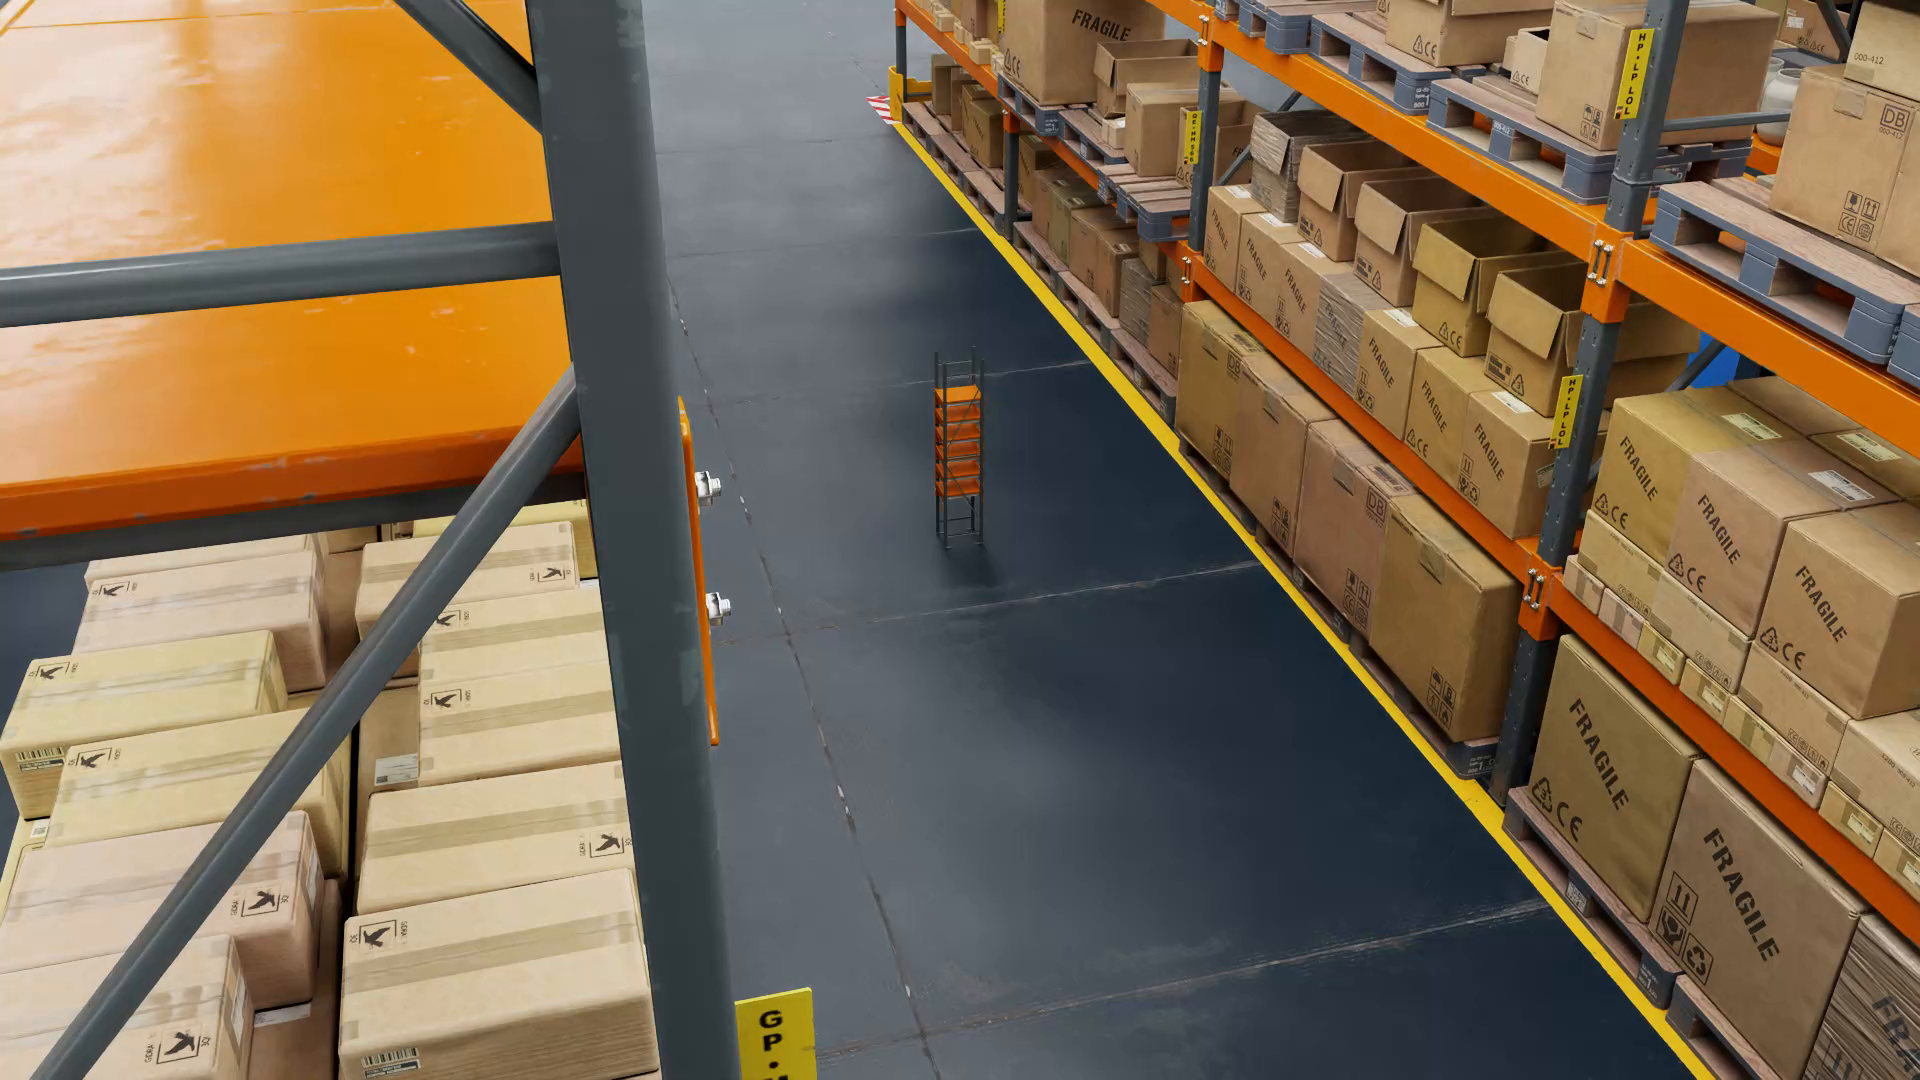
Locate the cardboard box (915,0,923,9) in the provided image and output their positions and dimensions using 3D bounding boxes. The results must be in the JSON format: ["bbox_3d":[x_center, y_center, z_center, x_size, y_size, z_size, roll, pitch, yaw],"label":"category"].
[{"bbox_3d":[-0.234,-5.404,16.574,0.380,0.149,0.250,-8,31,-13],"label":"cardboard box"}]

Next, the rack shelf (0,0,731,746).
[{"bbox_3d":[-1.273,-0.839,3.170,1.077,0.370,4.000,-8,31,-13],"label":"rack shelf"}]

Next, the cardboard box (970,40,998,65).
[{"bbox_3d":[0.302,-4.309,14.682,0.380,0.149,0.250,-8,31,-13],"label":"cardboard box"}]

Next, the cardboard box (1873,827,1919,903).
[{"bbox_3d":[3.249,1.042,5.438,0.380,0.149,0.250,-7,31,-12],"label":"cardboard box"}]

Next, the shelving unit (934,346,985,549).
[{"bbox_3d":[-0.004,-0.526,9.693,0.258,1.200,0.189,-8,31,-13],"label":"shelving unit"}]

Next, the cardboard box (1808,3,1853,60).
[{"bbox_3d":[9.696,-5.546,18.146,0.500,0.500,0.500,-8,31,-13],"label":"cardboard box"}]

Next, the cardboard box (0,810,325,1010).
[{"bbox_3d":[-1.105,0.537,2.317,0.380,0.149,0.250,-7,31,-13],"label":"cardboard box"}]

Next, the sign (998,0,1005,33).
[{"bbox_3d":[0.361,-4.295,13.543,0.100,0.325,0.005,-8,31,-13],"label":"sign"}]

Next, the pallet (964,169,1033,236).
[{"bbox_3d":[0.669,-3.109,15.142,1.003,0.211,1.213,-8,31,-13],"label":"pallet"}]

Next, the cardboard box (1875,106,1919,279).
[{"bbox_3d":[3.409,-1.069,5.220,0.700,0.500,0.500,-6,31,-11],"label":"cardboard box"}]

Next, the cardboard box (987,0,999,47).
[{"bbox_3d":[0.723,-4.640,14.606,0.875,0.500,0.500,-8,31,-13],"label":"cardboard box"}]

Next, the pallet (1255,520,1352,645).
[{"bbox_3d":[2.400,0.122,9.560,1.003,0.211,1.213,-8,31,-13],"label":"pallet"}]

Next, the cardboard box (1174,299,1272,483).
[{"bbox_3d":[2.107,-0.990,10.400,1.225,0.875,0.875,-9,31,-16],"label":"cardboard box"}]

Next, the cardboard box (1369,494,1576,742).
[{"bbox_3d":[2.816,0.299,8.172,1.225,0.875,0.875,-8,31,-13],"label":"cardboard box"}]

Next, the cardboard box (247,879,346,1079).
[{"bbox_3d":[-1.110,0.772,2.309,0.500,0.250,0.500,-9,31,-15],"label":"cardboard box"}]

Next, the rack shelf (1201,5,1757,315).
[{"bbox_3d":[2.474,-2.085,8.313,1.077,0.370,4.000,-8,31,-13],"label":"rack shelf"}]

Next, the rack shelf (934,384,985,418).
[{"bbox_3d":[-0.004,-0.799,9.535,0.258,0.103,0.180,-8,31,-13],"label":"rack shelf"}]

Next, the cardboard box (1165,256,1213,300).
[{"bbox_3d":[1.737,-1.817,11.433,0.500,0.250,0.500,-7,31,-11],"label":"cardboard box"}]

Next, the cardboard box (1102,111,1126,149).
[{"bbox_3d":[1.241,-2.957,11.811,0.396,0.266,0.258,-9,31,-15],"label":"cardboard box"}]

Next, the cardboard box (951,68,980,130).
[{"bbox_3d":[0.161,-4.440,16.734,0.500,0.500,0.500,0,30,0],"label":"cardboard box"}]

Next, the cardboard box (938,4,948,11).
[{"bbox_3d":[0.004,-5.047,15.957,0.380,0.149,0.250,-8,31,-13],"label":"cardboard box"}]

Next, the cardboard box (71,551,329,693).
[{"bbox_3d":[-1.337,0.167,2.957,0.380,0.149,0.250,-9,31,-14],"label":"cardboard box"}]

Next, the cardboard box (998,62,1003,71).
[{"bbox_3d":[0.541,-3.952,14.066,0.380,0.149,0.250,-8,31,-13],"label":"cardboard box"}]

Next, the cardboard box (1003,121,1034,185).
[{"bbox_3d":[0.655,-3.570,15.231,0.500,0.500,0.500,2,30,3],"label":"cardboard box"}]

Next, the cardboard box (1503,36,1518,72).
[{"bbox_3d":[2.755,-2.243,7.699,0.380,0.149,0.250,-9,31,-15],"label":"cardboard box"}]

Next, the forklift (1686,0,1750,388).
[{"bbox_3d":[4.213,-2.413,11.224,1.130,2.935,3.031,-3,30,-5],"label":"forklift"}]

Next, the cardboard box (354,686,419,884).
[{"bbox_3d":[-0.747,0.462,2.845,0.500,0.250,0.500,-8,31,-14],"label":"cardboard box"}]

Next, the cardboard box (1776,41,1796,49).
[{"bbox_3d":[9.568,-5.464,18.752,0.500,0.250,0.500,-8,31,-13],"label":"cardboard box"}]

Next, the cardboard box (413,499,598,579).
[{"bbox_3d":[-0.873,-0.033,3.302,0.380,0.149,0.250,-7,31,-12],"label":"cardboard box"}]

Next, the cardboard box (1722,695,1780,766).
[{"bbox_3d":[3.043,0.668,6.084,0.380,0.149,0.250,-8,31,-14],"label":"cardboard box"}]

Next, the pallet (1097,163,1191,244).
[{"bbox_3d":[1.652,-2.311,11.171,1.213,0.211,1.003,-8,31,-13],"label":"pallet"}]

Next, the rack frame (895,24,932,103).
[{"bbox_3d":[-0.180,-5.928,17.229,1.000,3.000,0.127,-8,31,-13],"label":"rack frame"}]

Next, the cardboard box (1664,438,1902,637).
[{"bbox_3d":[3.009,-0.017,6.120,0.500,0.500,0.500,-8,31,-13],"label":"cardboard box"}]

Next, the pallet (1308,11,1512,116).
[{"bbox_3d":[2.465,-2.437,8.391,1.003,0.211,1.213,-6,31,-11],"label":"pallet"}]

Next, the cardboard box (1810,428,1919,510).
[{"bbox_3d":[3.514,-0.092,6.249,0.500,0.500,0.500,-8,31,-13],"label":"cardboard box"}]

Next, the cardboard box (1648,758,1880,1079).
[{"bbox_3d":[3.342,1.370,6.322,0.875,0.875,0.875,-8,31,-13],"label":"cardboard box"}]

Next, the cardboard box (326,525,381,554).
[{"bbox_3d":[-1.503,0.032,3.588,0.500,0.250,0.500,-9,31,-15],"label":"cardboard box"}]

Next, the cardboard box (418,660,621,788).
[{"bbox_3d":[-0.660,0.335,2.666,0.380,0.149,0.250,-8,31,-13],"label":"cardboard box"}]

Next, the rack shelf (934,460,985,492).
[{"bbox_3d":[-0.004,-0.384,9.775,0.258,0.103,0.180,-8,31,-13],"label":"rack shelf"}]

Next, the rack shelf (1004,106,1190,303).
[{"bbox_3d":[1.413,-2.719,12.402,1.077,0.370,4.000,-8,31,-13],"label":"rack shelf"}]

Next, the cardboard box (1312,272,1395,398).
[{"bbox_3d":[2.219,-1.099,8.786,0.500,0.500,0.500,-8,31,-13],"label":"cardboard box"}]

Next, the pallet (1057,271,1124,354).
[{"bbox_3d":[1.417,-1.823,12.920,1.003,0.211,1.213,-8,31,-13],"label":"pallet"}]

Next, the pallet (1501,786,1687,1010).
[{"bbox_3d":[3.132,1.452,7.261,1.003,0.211,1.213,-8,31,-13],"label":"pallet"}]

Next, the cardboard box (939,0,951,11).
[{"bbox_3d":[0.279,-5.358,15.847,0.875,0.500,0.500,-8,31,-13],"label":"cardboard box"}]

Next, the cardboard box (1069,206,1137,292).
[{"bbox_3d":[1.281,-2.302,13.021,0.700,0.500,0.500,-11,32,-18],"label":"cardboard box"}]

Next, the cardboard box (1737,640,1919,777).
[{"bbox_3d":[3.147,0.556,5.879,0.500,0.250,0.500,-7,31,-12],"label":"cardboard box"}]

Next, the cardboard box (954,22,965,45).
[{"bbox_3d":[0.157,-4.679,15.321,0.380,0.149,0.250,-8,31,-13],"label":"cardboard box"}]

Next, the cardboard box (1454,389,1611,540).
[{"bbox_3d":[2.618,-0.365,7.518,0.500,0.500,0.500,-8,31,-13],"label":"cardboard box"}]

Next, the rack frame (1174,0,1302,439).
[{"bbox_3d":[1.943,-2.064,10.553,1.000,3.000,0.127,-8,31,-13],"label":"rack frame"}]

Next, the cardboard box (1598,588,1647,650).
[{"bbox_3d":[2.833,0.290,6.736,0.380,0.149,0.250,-9,31,-15],"label":"cardboard box"}]

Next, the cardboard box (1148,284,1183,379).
[{"bbox_3d":[1.746,-1.494,11.624,0.700,0.500,0.500,-9,31,-16],"label":"cardboard box"}]

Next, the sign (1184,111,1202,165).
[{"bbox_3d":[1.423,-2.454,10.150,0.100,0.325,0.005,-8,31,-13],"label":"sign"}]

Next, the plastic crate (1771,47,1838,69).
[{"bbox_3d":[6.585,-3.572,13.094,0.402,0.464,0.583,-8,31,-13],"label":"plastic crate"}]

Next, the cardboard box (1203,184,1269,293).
[{"bbox_3d":[1.810,-1.837,10.060,0.500,0.500,0.500,-7,31,-12],"label":"cardboard box"}]

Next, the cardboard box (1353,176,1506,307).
[{"bbox_3d":[2.477,-1.548,8.560,0.797,0.503,0.637,-7,31,-12],"label":"cardboard box"}]
